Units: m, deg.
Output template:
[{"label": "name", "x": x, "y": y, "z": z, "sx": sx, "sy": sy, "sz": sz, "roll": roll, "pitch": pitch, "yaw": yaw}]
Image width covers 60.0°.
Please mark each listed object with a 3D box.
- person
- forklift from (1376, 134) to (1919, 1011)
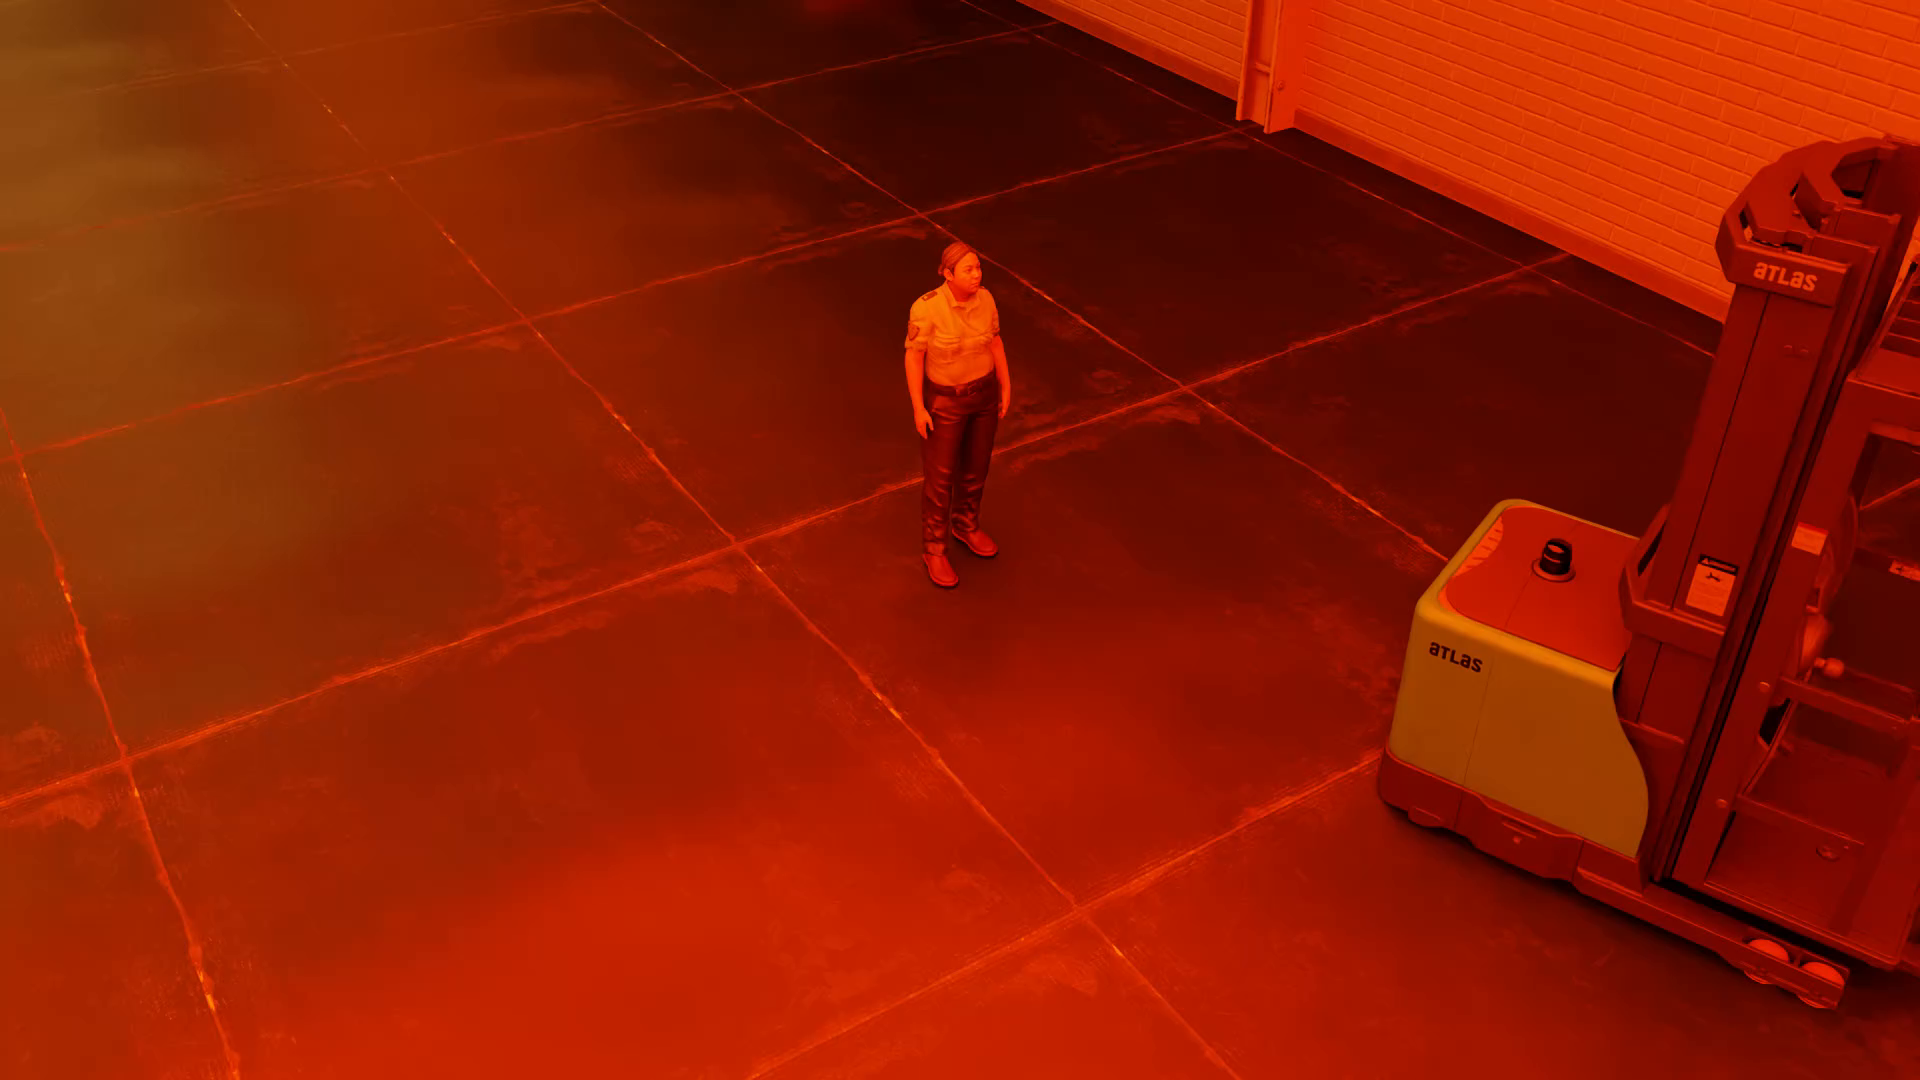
[{"label": "person", "x": 0.030, "y": -0.630, "z": 8.148, "sx": 0.599, "sy": 1.650, "sz": 0.503, "roll": -21, "pitch": 40, "yaw": -27}, {"label": "forklift", "x": 3.265, "y": 0.197, "z": 5.867, "sx": 3.031, "sy": 2.935, "sz": 1.130, "roll": 22, "pitch": 41, "yaw": 28}]
